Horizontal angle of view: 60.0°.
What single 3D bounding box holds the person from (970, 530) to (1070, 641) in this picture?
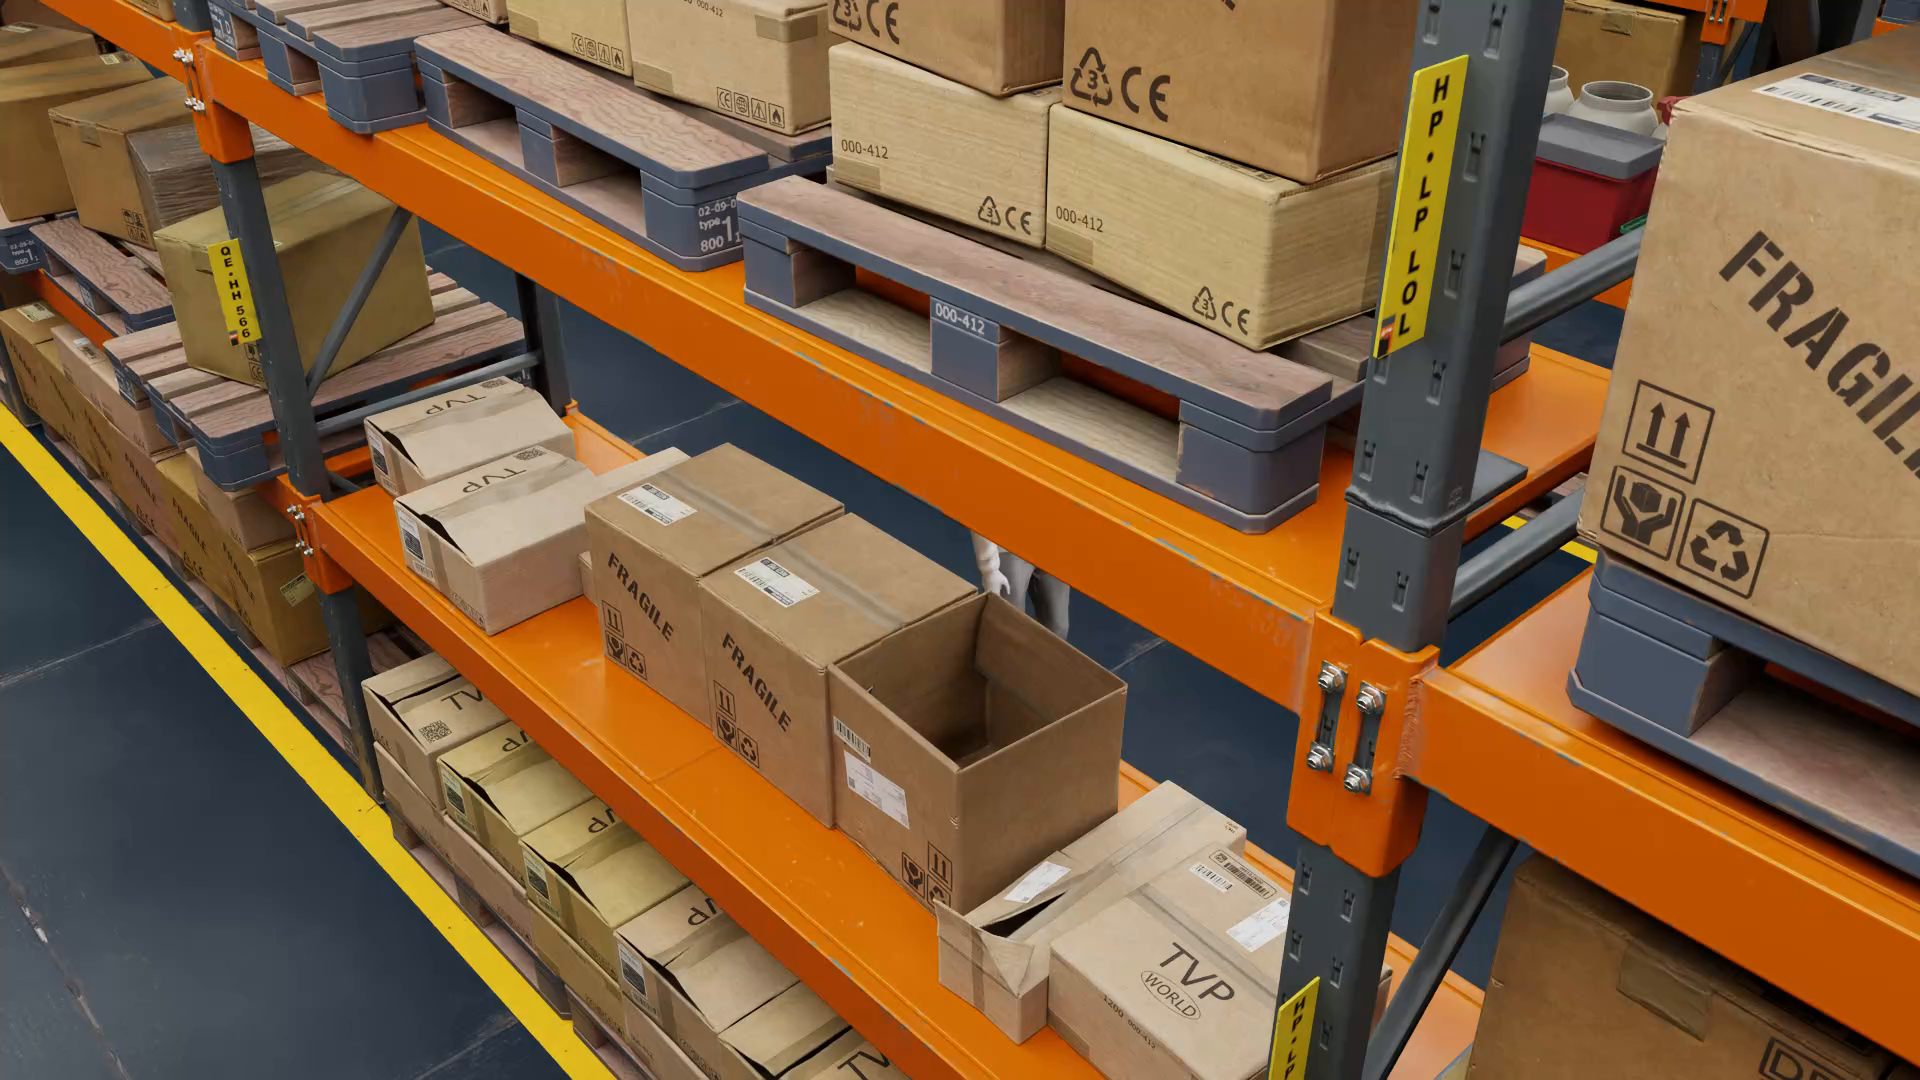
[{"bbox_3d":[0.262,0.035,6.076,0.413,1.663,0.531,28,41,37],"label":"person"}]
